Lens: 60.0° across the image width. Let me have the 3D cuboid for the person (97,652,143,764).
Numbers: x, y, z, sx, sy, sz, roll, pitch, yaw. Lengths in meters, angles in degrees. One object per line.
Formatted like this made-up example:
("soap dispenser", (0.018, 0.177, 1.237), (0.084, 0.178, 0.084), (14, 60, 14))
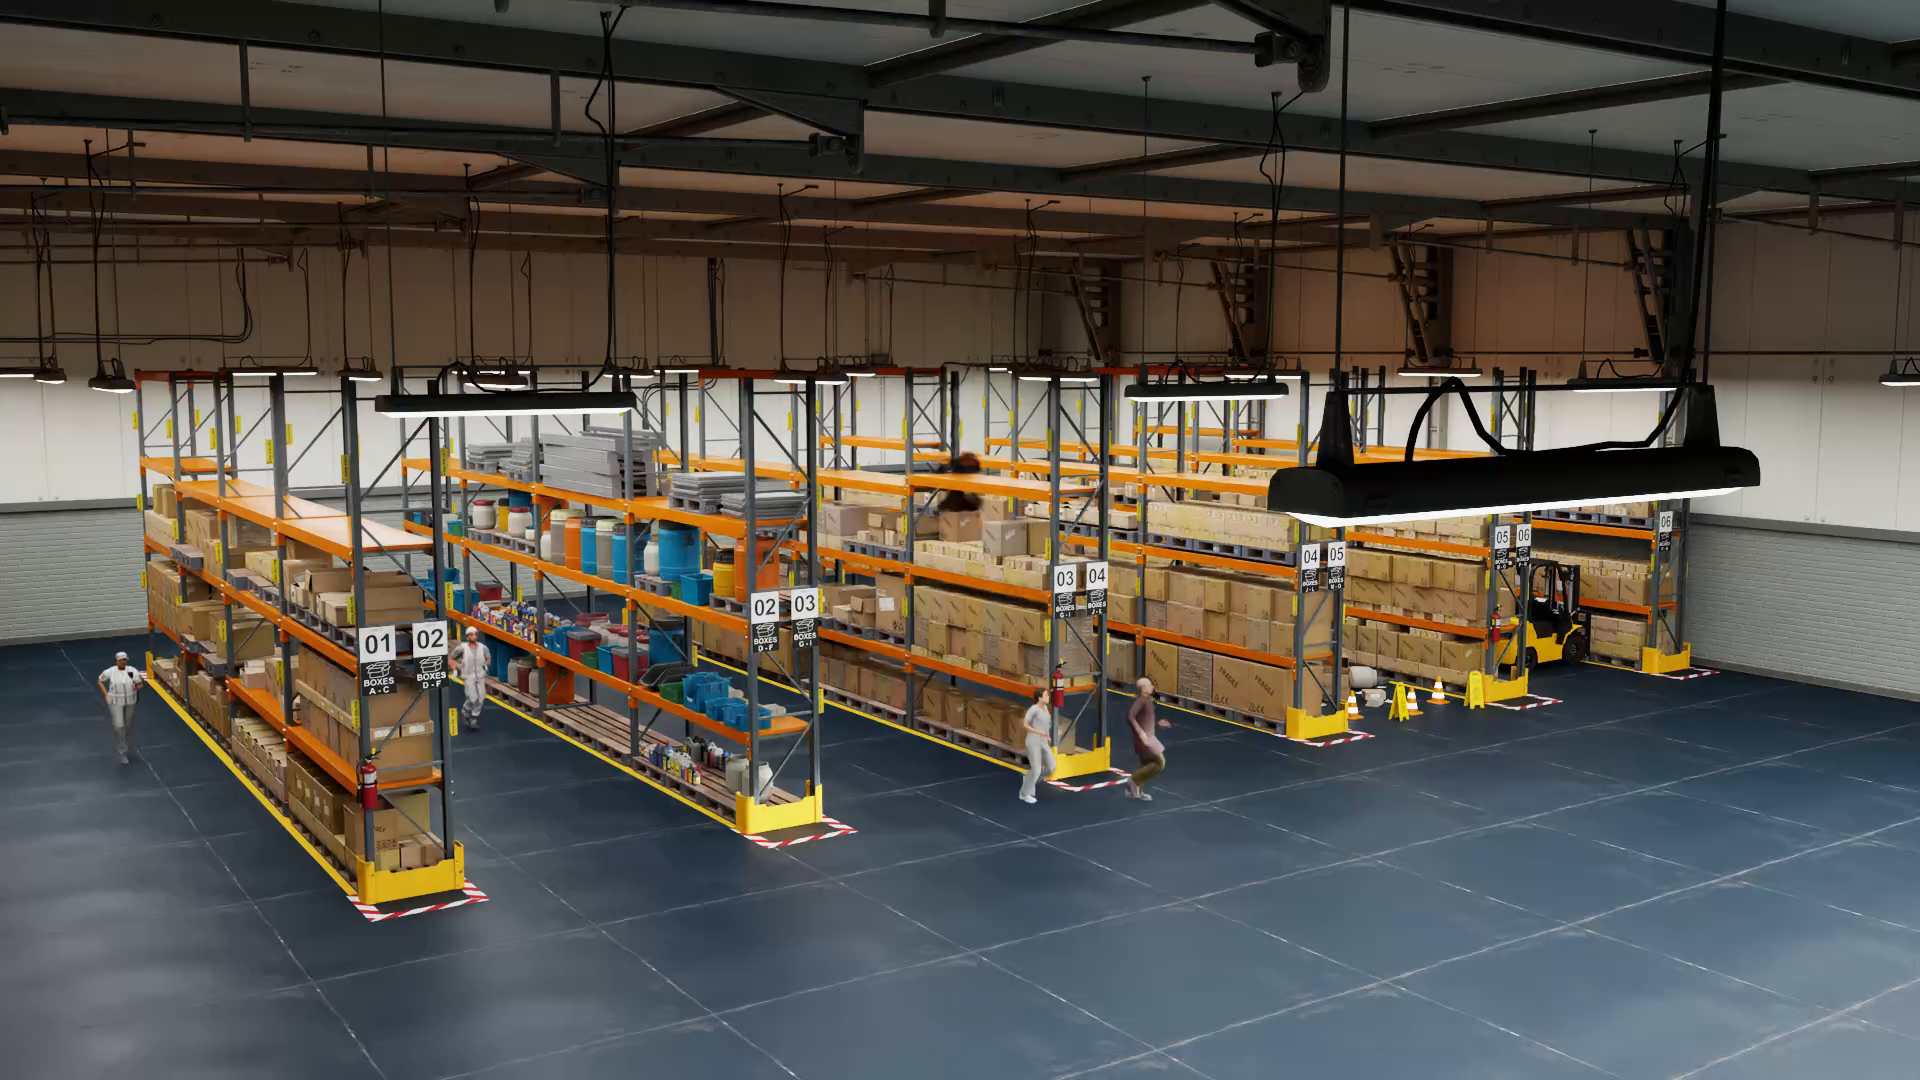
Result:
("person", (-13.047, 2.588, 25.923), (0.593, 1.724, 0.796), (-6, 9, -42))

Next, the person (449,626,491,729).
("person", (-8.121, 2.319, 27.790), (0.664, 1.738, 0.603), (-5, 8, -37))

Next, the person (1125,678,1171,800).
("person", (2.657, 2.819, 23.491), (0.644, 1.748, 0.692), (1, 6, 5))

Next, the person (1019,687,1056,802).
("person", (1.141, 2.884, 23.575), (0.528, 1.603, 0.569), (6, 9, 42))
